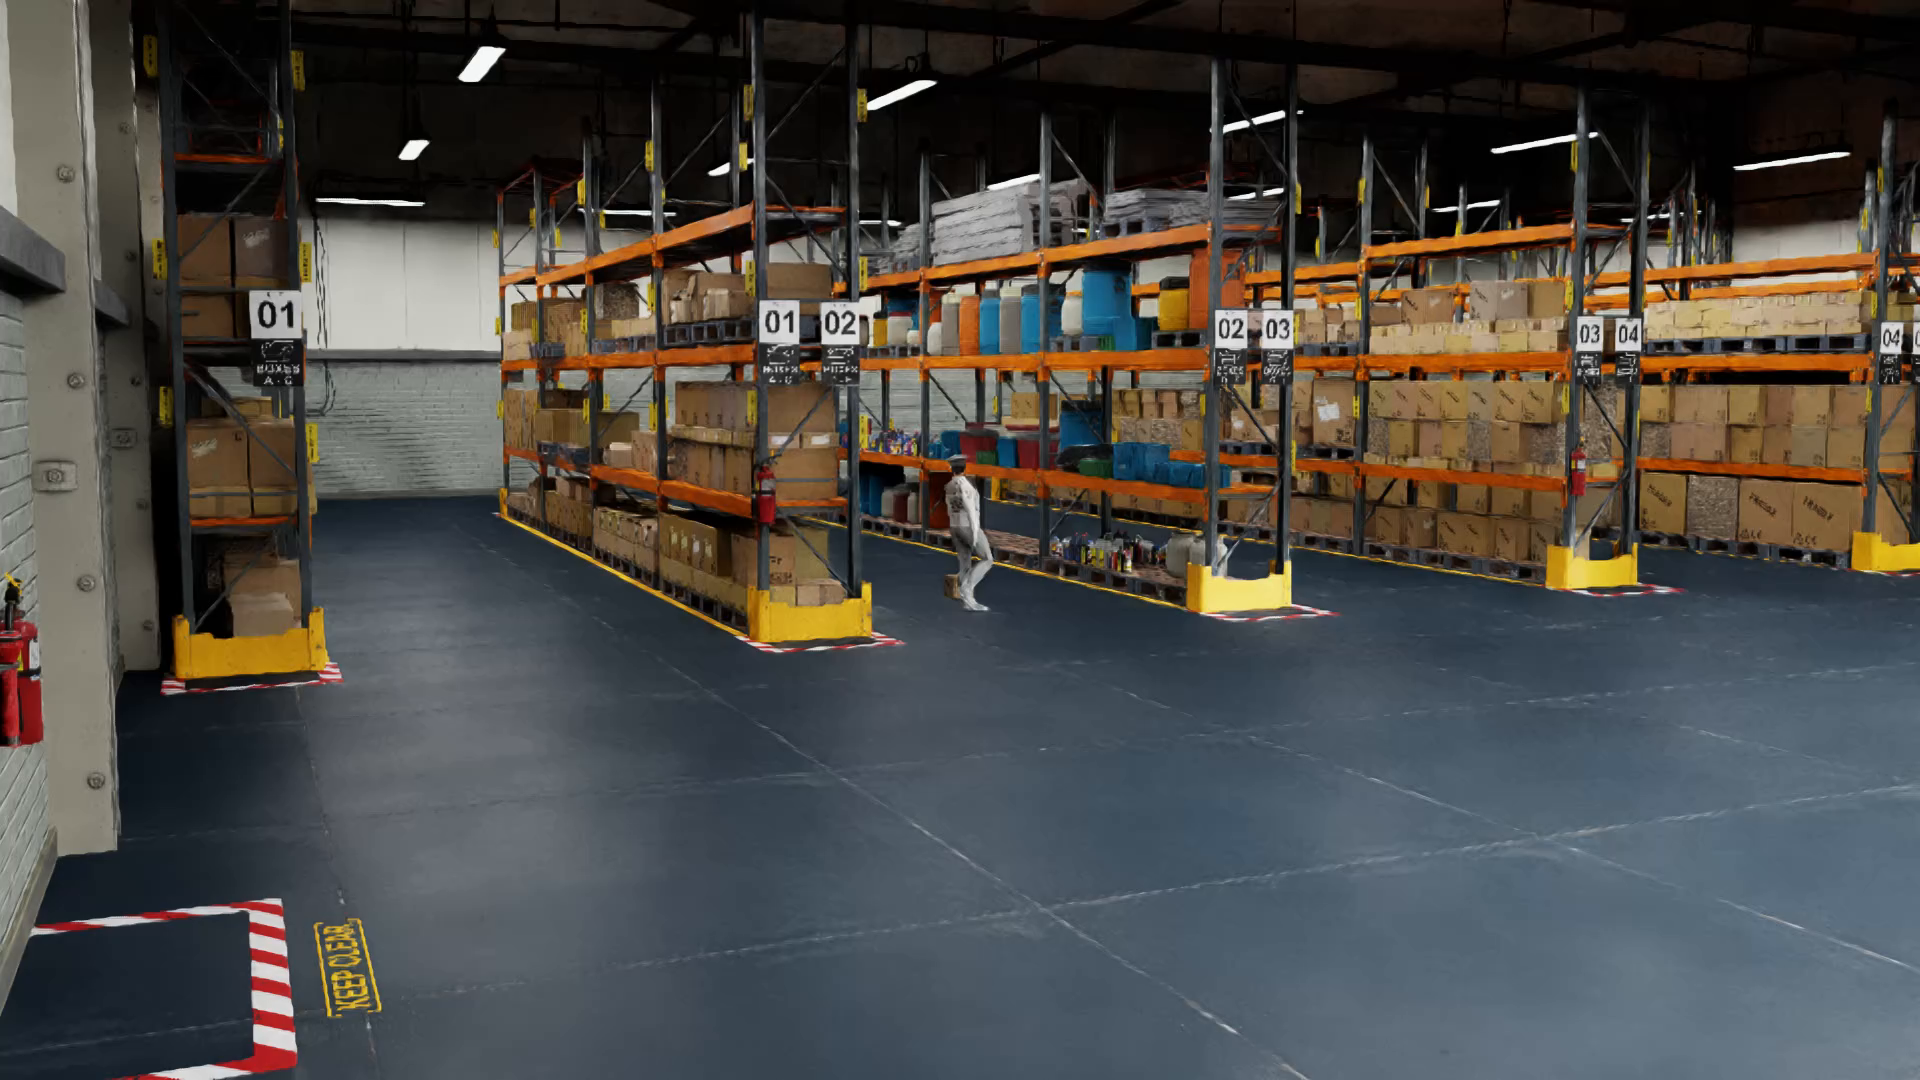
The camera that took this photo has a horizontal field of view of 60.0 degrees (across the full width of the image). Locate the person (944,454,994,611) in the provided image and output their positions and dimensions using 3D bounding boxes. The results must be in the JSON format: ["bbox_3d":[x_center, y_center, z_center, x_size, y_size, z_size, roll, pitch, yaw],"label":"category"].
[{"bbox_3d":[0.074,-0.071,17.663,0.424,1.663,0.607,-4,7,-33],"label":"person"}]
